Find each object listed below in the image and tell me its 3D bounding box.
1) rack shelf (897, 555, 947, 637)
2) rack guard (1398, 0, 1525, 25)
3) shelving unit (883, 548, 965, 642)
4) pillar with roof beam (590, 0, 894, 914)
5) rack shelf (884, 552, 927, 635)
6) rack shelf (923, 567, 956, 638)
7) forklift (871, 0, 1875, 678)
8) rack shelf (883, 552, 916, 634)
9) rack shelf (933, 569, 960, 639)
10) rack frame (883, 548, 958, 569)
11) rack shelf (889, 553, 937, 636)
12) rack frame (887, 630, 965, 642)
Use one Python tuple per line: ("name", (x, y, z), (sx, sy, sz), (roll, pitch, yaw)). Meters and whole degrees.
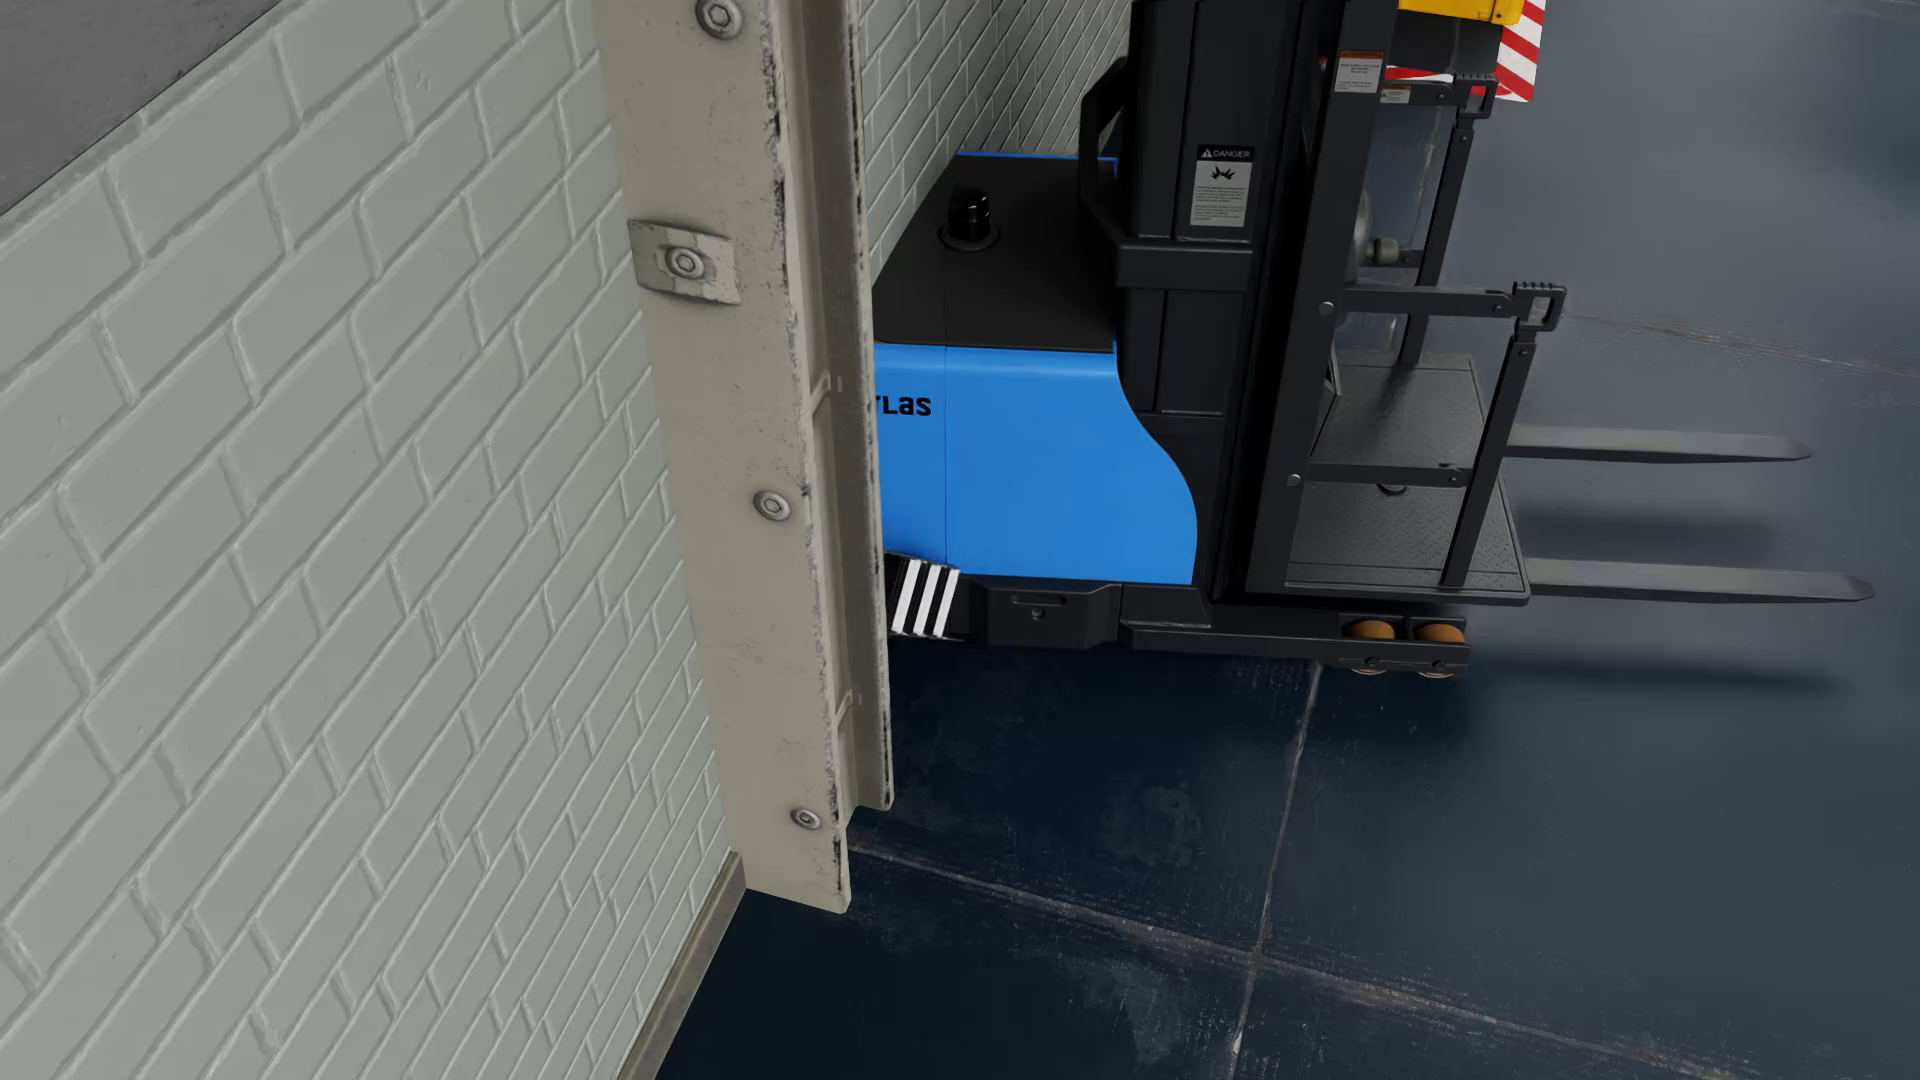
("rack shelf", (-0.188, 0.136, 4.577), (0.258, 0.077, 0.200), (15, 90, 17))
("rack guard", (2.069, -2.783, 7.736), (1.175, 0.500, 0.348), (13, 46, 13))
("shelving unit", (-0.197, 0.133, 4.545), (0.258, 0.900, 0.210), (15, 90, 17))
("pillar with roof beam", (3.719, -1.508, 0.357), (9.100, 9.000, 0.400), (13, 46, 13))
("rack shelf", (-0.238, 0.120, 4.405), (0.258, 0.077, 0.200), (15, 90, 17))
("rack shelf", (-0.162, 0.144, 4.663), (0.258, 0.077, 0.200), (15, 90, 17))
("forklift", (1.138, -1.034, 4.211), (3.031, 2.935, 1.130), (3, 44, 3))
("rack shelf", (-0.264, 0.113, 4.319), (0.258, 0.077, 0.200), (15, 90, 17))
("rack shelf", (-0.137, 0.151, 4.749), (0.258, 0.077, 0.200), (15, 90, 17))
("rack frame", (-0.170, 0.035, 4.546), (0.240, 0.900, 0.006), (15, 90, 17))
("rack shelf", (-0.213, 0.128, 4.491), (0.258, 0.077, 0.200), (15, 90, 17))
("rack frame", (-0.224, 0.231, 4.545), (0.240, 0.900, 0.006), (15, 90, 17))
